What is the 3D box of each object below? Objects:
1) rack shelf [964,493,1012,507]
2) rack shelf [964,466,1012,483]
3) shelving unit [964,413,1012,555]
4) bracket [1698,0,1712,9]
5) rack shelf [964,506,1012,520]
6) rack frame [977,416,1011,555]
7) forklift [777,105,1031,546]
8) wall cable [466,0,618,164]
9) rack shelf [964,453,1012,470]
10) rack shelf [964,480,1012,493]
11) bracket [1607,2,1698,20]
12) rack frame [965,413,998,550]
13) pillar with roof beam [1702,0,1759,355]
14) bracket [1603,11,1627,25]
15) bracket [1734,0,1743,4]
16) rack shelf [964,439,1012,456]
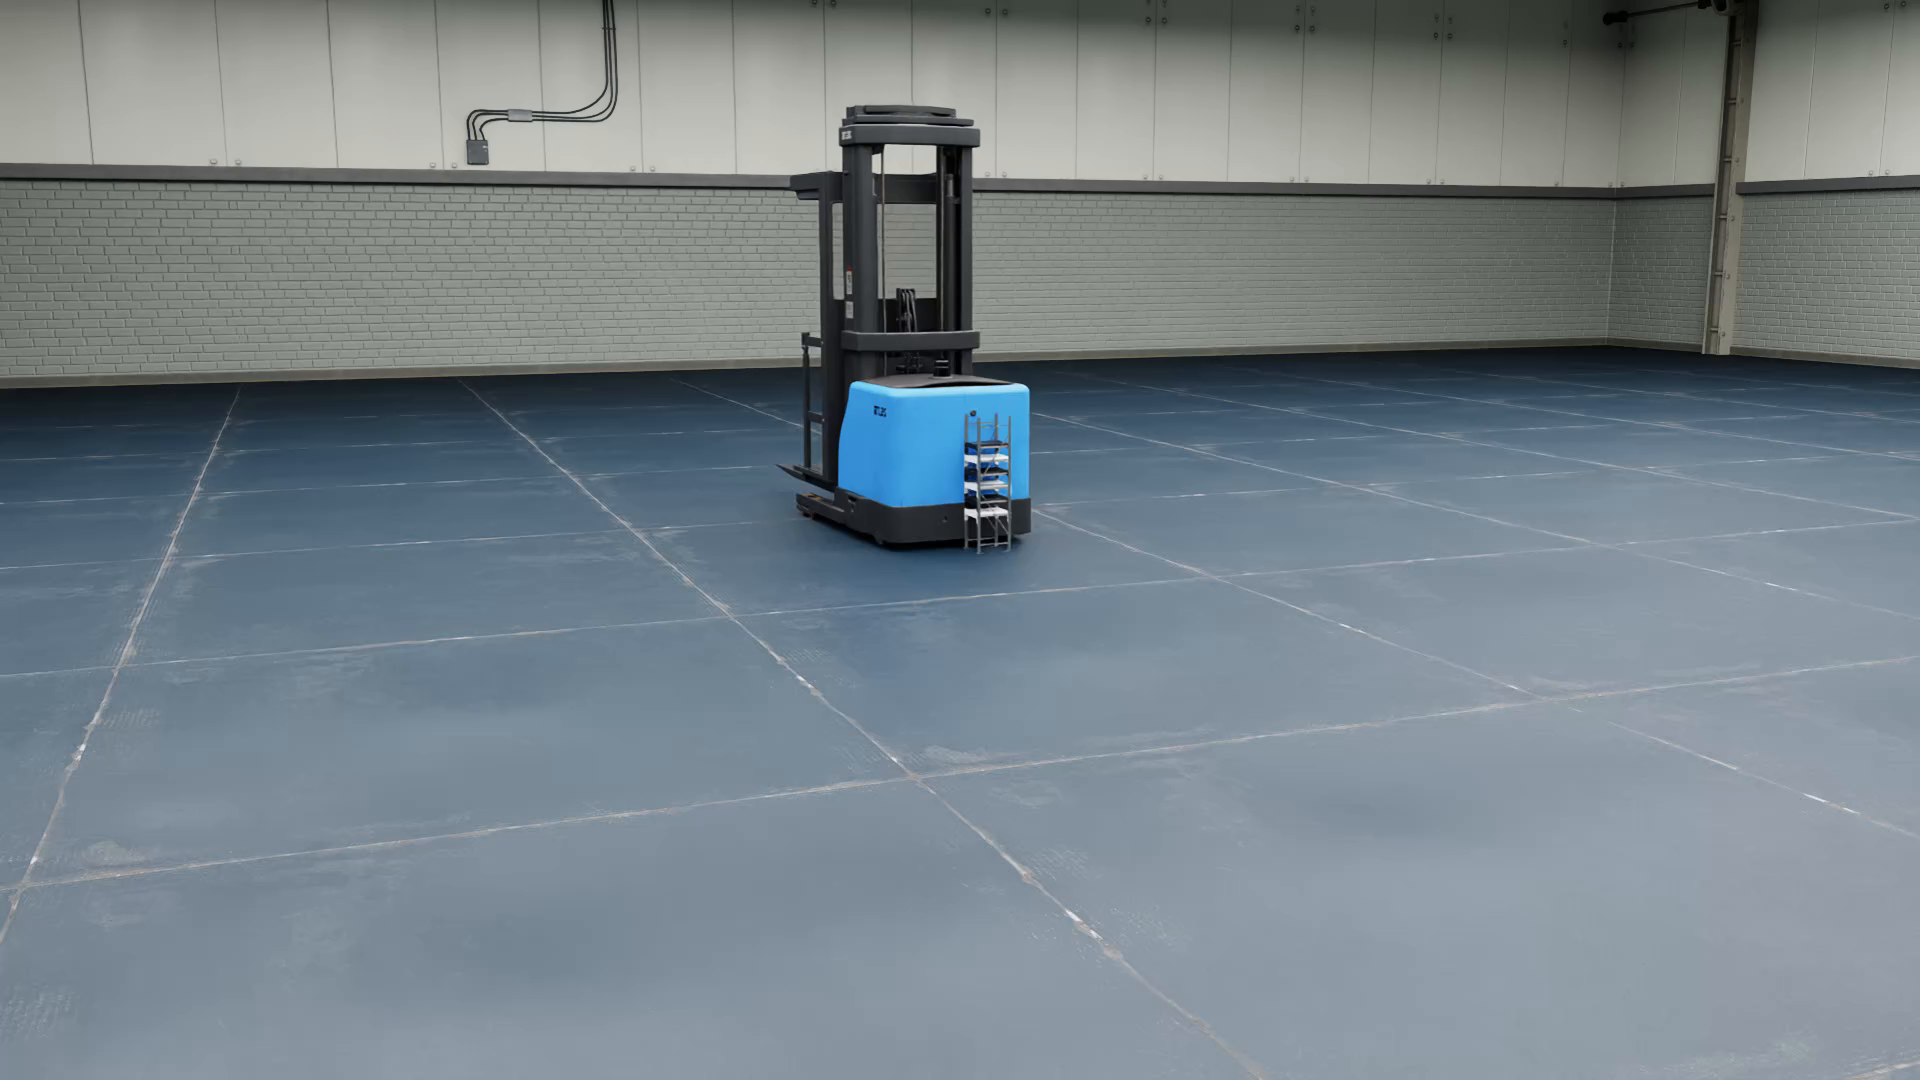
[{"bbox_3d":[0.183,-0.251,10.964,0.258,0.077,0.200,-4,11,-24],"label":"rack shelf"},{"bbox_3d":[0.183,-0.428,10.932,0.258,0.077,0.200,-4,11,-24],"label":"rack shelf"},{"bbox_3d":[0.183,-0.372,10.942,0.258,0.900,0.210,-4,11,-24],"label":"shelving unit"},{"bbox_3d":[13.506,-9.687,29.907,0.235,0.232,0.430,-4,11,-21],"label":"bracket"},{"bbox_3d":[0.183,-0.162,10.980,0.258,0.077,0.200,-4,11,-24],"label":"rack shelf"},{"bbox_3d":[0.224,-0.356,10.851,0.240,0.900,0.006,-4,11,-24],"label":"rack frame"},{"bbox_3d":[-0.576,-1.624,12.181,1.130,2.935,3.031,-4,11,-24],"label":"forklift"},{"bbox_3d":[-6.353,-8.710,24.979,2.305,6.003,0.169,-4,11,-21],"label":"wall cable"},{"bbox_3d":[0.183,-0.516,10.917,0.258,0.077,0.200,-4,11,-24],"label":"rack shelf"},{"bbox_3d":[0.183,-0.339,10.948,0.258,0.077,0.200,-4,11,-24],"label":"rack shelf"},{"bbox_3d":[12.861,-9.978,31.540,0.076,0.066,3.189,-4,11,-21],"label":"bracket"},{"bbox_3d":[0.142,-0.388,11.034,0.240,0.900,0.006,-4,11,-24],"label":"rack frame"},{"bbox_3d":[9.975,-7.597,28.432,9.100,9.000,0.548,-4,11,-21],"label":"pillar with roof beam"},{"bbox_3d":[12.647,-10.074,32.082,0.235,0.232,0.430,-4,11,-21],"label":"bracket"},{"bbox_3d":[13.807,-9.552,29.145,0.235,0.232,0.430,-4,11,-21],"label":"bracket"},{"bbox_3d":[0.183,-0.605,10.901,0.258,0.077,0.200,-4,11,-24],"label":"rack shelf"}]
